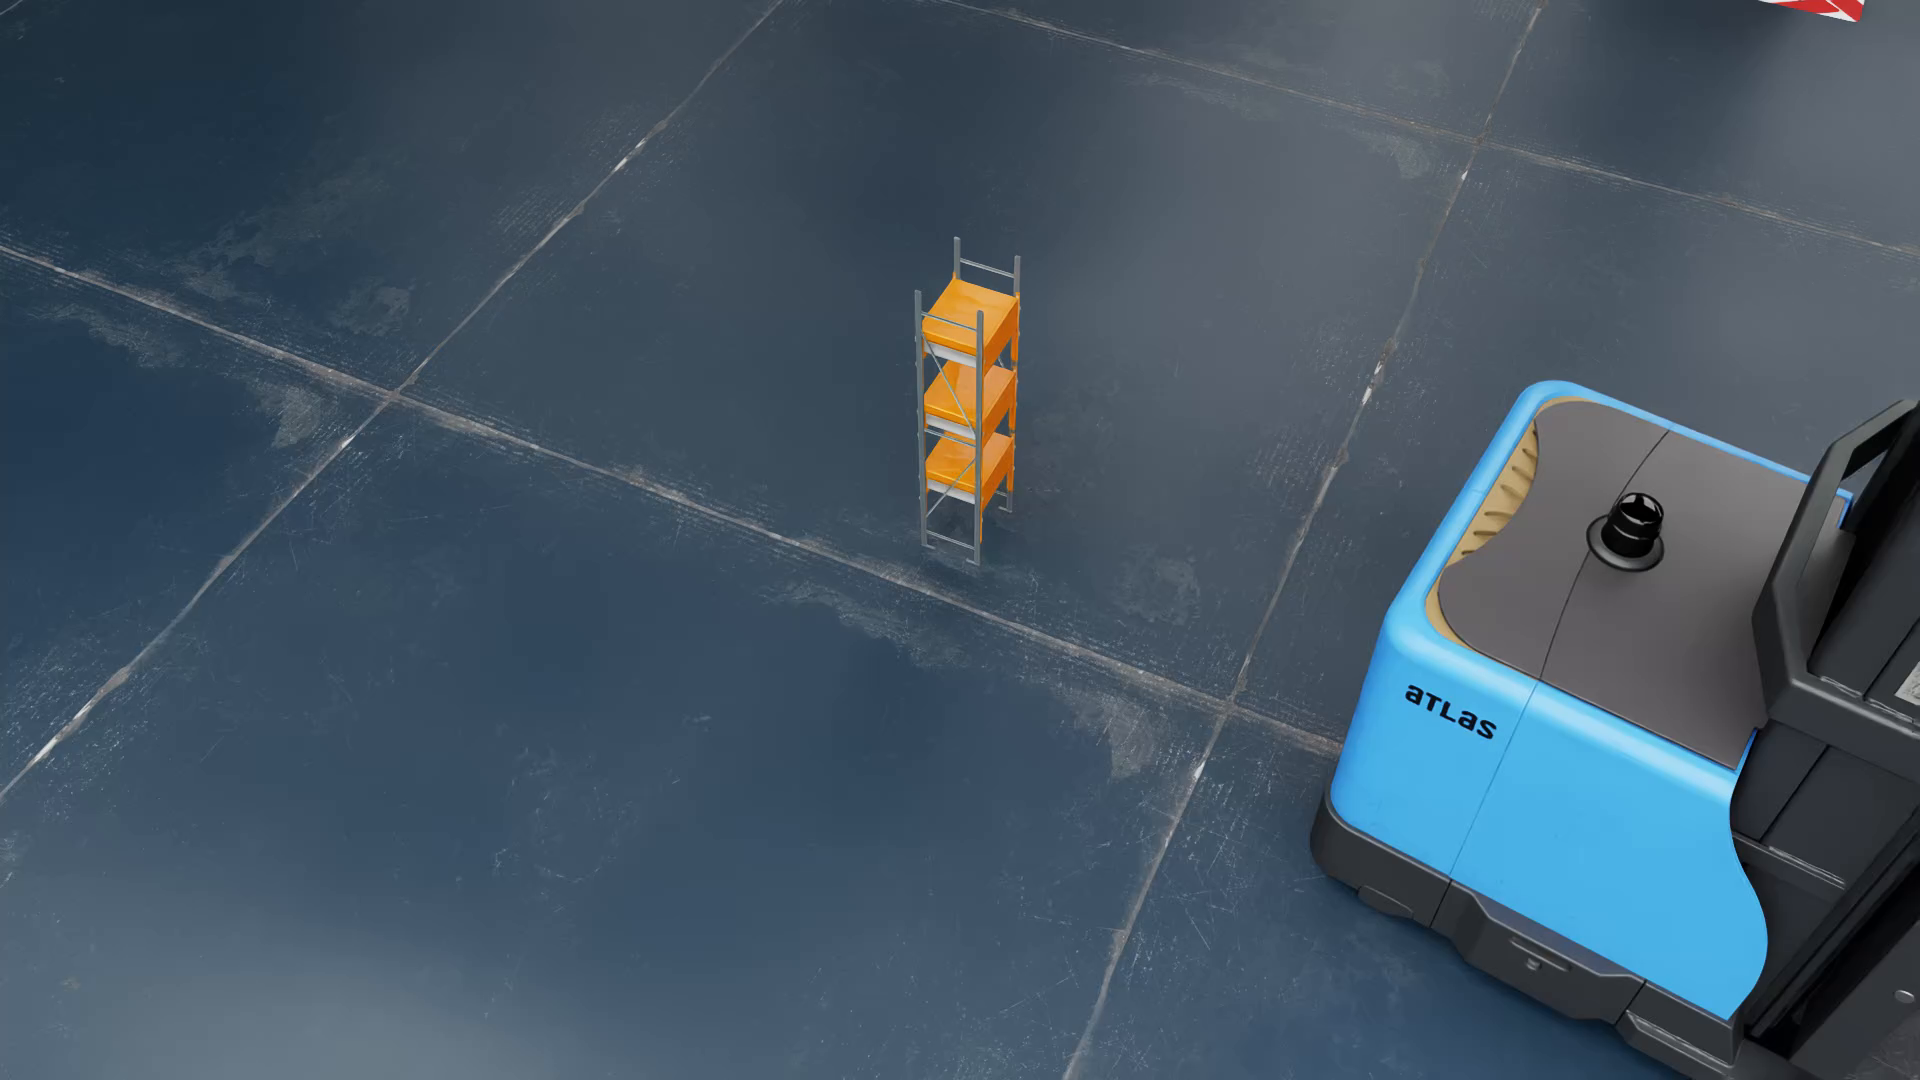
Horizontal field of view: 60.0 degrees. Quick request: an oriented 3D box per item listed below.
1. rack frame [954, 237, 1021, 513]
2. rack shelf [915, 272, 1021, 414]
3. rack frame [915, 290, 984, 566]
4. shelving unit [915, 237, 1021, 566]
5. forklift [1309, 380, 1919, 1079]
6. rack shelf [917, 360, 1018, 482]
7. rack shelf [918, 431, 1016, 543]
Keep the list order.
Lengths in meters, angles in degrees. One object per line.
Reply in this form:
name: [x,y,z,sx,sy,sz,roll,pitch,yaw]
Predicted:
rack frame: [0.075,-0.461,4.953,0.200,1.050,0.008,20,52,16]
rack shelf: [0.023,-0.554,4.673,0.215,0.259,0.240,20,52,16]
rack frame: [-0.029,-0.293,4.810,0.200,1.050,0.008,20,52,16]
shelving unit: [0.023,-0.377,4.882,0.215,1.050,0.252,20,52,16]
forklift: [2.451,0.238,3.123,3.031,2.935,1.130,26,55,21]
rack shelf: [0.023,-0.370,4.890,0.215,0.259,0.240,20,52,16]
rack shelf: [0.023,-0.190,5.101,0.215,0.259,0.240,20,52,16]
